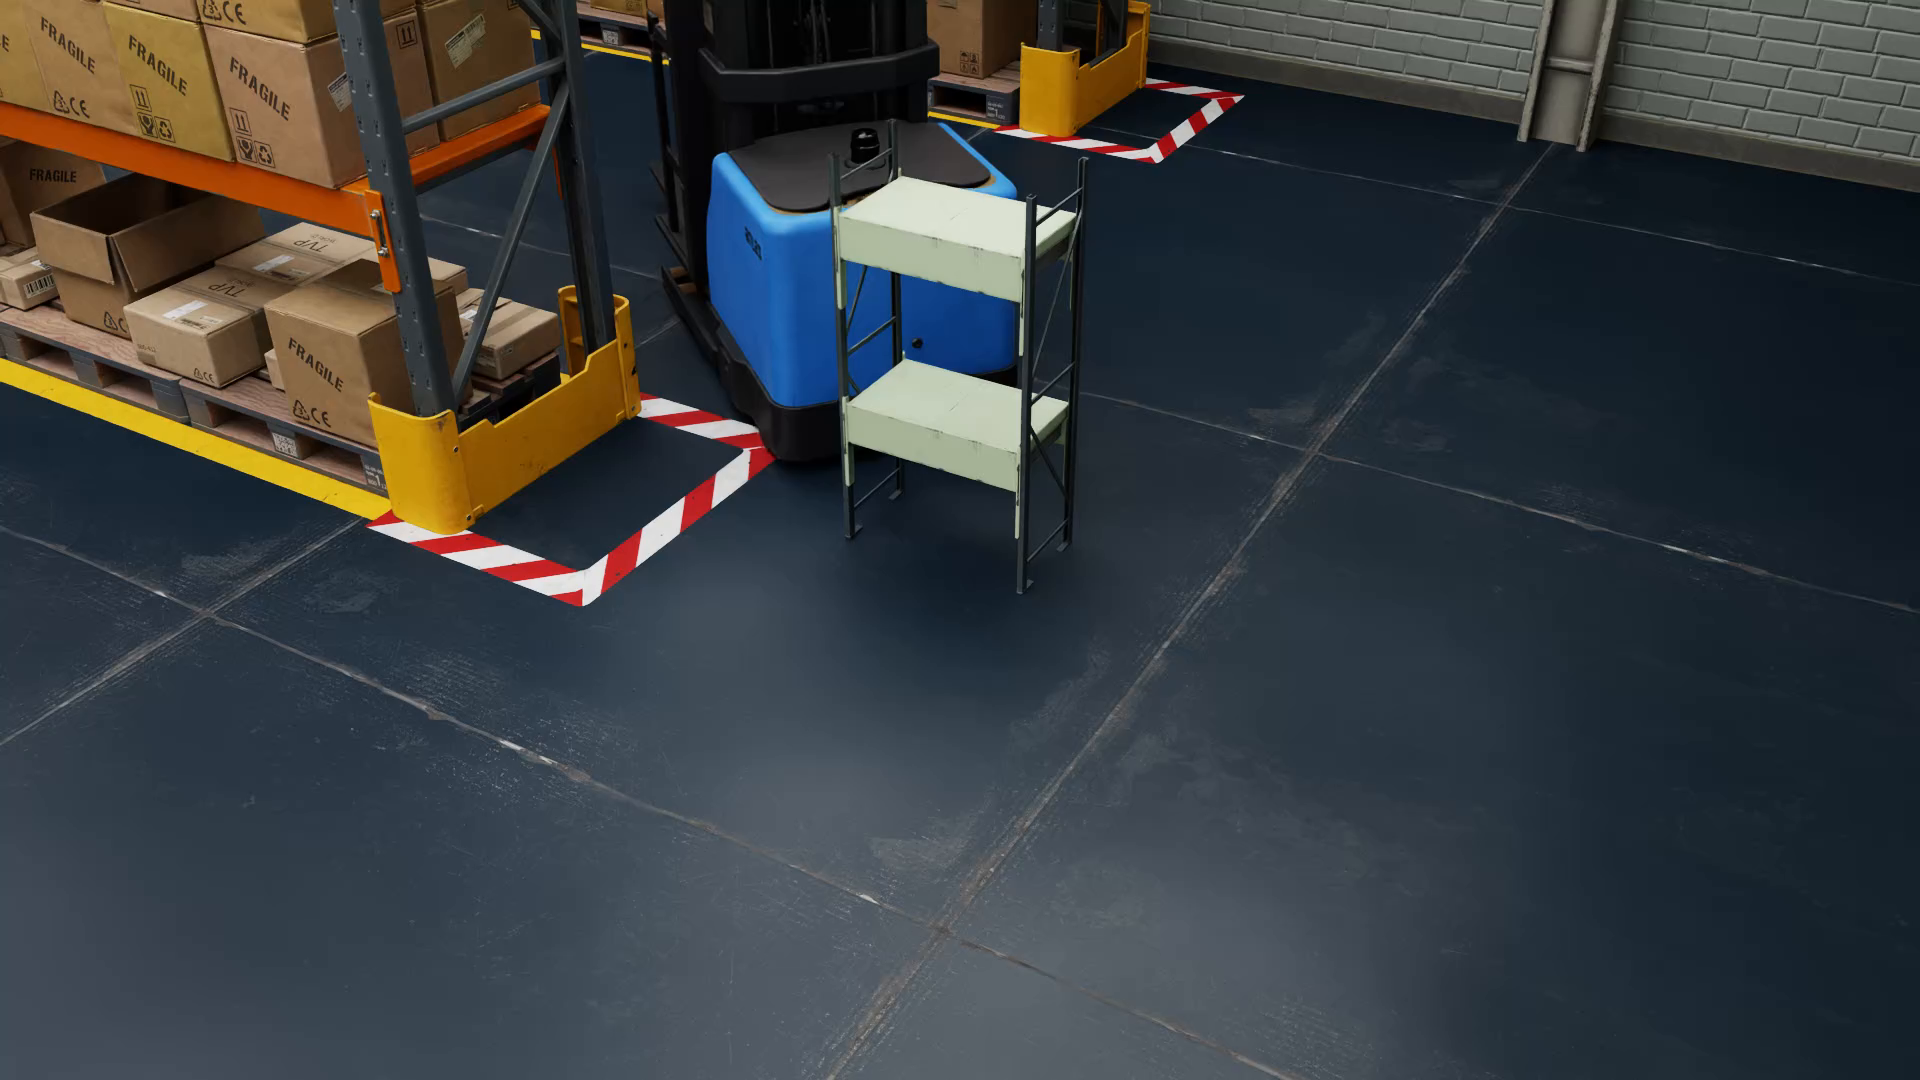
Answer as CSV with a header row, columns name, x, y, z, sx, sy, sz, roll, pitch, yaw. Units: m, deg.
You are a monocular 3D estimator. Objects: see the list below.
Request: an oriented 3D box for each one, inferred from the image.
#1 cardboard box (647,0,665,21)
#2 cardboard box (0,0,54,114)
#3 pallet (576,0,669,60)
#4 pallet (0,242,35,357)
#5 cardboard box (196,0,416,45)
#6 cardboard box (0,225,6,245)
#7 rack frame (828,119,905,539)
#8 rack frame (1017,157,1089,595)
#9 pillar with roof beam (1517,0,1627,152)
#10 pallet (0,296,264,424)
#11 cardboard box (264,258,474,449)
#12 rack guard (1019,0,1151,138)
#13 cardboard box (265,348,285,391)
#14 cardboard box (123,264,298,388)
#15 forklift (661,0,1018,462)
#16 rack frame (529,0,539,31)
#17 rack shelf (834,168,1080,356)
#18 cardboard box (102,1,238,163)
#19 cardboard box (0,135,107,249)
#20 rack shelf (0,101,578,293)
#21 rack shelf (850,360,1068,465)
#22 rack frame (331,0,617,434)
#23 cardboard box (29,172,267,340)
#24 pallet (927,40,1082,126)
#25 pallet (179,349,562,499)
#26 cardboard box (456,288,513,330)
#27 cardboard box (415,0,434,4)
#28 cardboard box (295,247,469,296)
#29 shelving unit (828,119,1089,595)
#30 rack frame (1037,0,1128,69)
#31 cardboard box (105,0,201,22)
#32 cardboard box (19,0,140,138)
name,x,y,z,sx,sy,sz,roll,pitch,yaw
cardboard box,-1.691,-3.785,11.104,0.500,0.500,0.700,17,37,24
cardboard box,-3.549,-2.014,6.478,0.500,0.500,0.500,17,37,24
pallet,-2.102,-3.638,11.523,1.213,0.211,1.003,18,37,24
pallet,-4.582,-1.311,8.028,1.213,0.211,1.003,18,37,24
cardboard box,-2.228,-2.009,5.568,0.500,0.500,0.500,17,37,24
cardboard box,-4.921,-1.505,7.833,0.500,0.311,0.500,18,37,24
rack frame,-0.324,-0.727,5.988,0.023,1.500,0.400,18,37,24
rack frame,0.312,-0.525,5.686,0.023,1.500,0.400,18,37,24
pillar with roof beam,1.387,-4.045,4.205,0.400,9.000,9.100,18,37,24
pallet,-3.519,-0.976,7.525,1.213,0.211,1.003,18,37,24
cardboard box,-2.300,-0.734,6.505,0.500,0.500,0.500,18,37,24
rack guard,0.770,-2.899,10.152,0.348,0.500,1.175,18,37,24
cardboard box,-2.607,-0.750,6.830,0.250,0.166,0.380,18,37,24
cardboard box,-3.110,-0.906,6.988,0.500,0.250,0.500,18,37,24
forklift,-0.779,-2.339,7.118,1.130,2.935,3.031,-12,36,-18
rack frame,-2.724,-5.046,11.121,0.127,3.000,1.000,18,37,24
rack shelf,-0.006,-0.951,5.621,0.720,0.370,0.431,18,37,24
cardboard box,-2.681,-1.736,6.060,0.500,0.500,0.500,18,38,25
cardboard box,-4.543,-1.783,8.080,0.500,0.500,0.500,18,37,24
rack shelf,-3.442,-1.811,6.913,4.000,0.370,1.077,18,37,24
rack shelf,-0.006,-0.436,5.964,0.686,0.124,0.368,18,37,24
rack frame,-1.705,-1.561,5.888,0.127,3.000,1.000,18,37,24
cardboard box,-3.545,-1.291,7.337,0.637,0.503,0.797,18,37,24
pallet,0.016,-2.967,10.515,1.213,0.211,1.003,18,37,24
pallet,-2.464,-0.640,7.020,1.213,0.211,1.003,18,37,24
cardboard box,-2.115,-0.914,7.075,0.250,0.166,0.380,18,37,24
cardboard box,-1.960,-2.267,5.956,0.500,0.500,0.500,19,38,26
cardboard box,-2.471,-1.023,7.164,0.500,0.250,0.500,18,37,24
shelving unit,-0.006,-0.626,5.837,0.755,1.500,0.431,18,37,24
rack frame,0.749,-3.946,9.469,0.127,3.000,1.000,18,37,24
cardboard box,-2.667,-2.147,5.776,0.500,0.500,0.500,19,38,26
cardboard box,-3.112,-1.875,6.270,0.500,0.500,0.500,18,38,25
